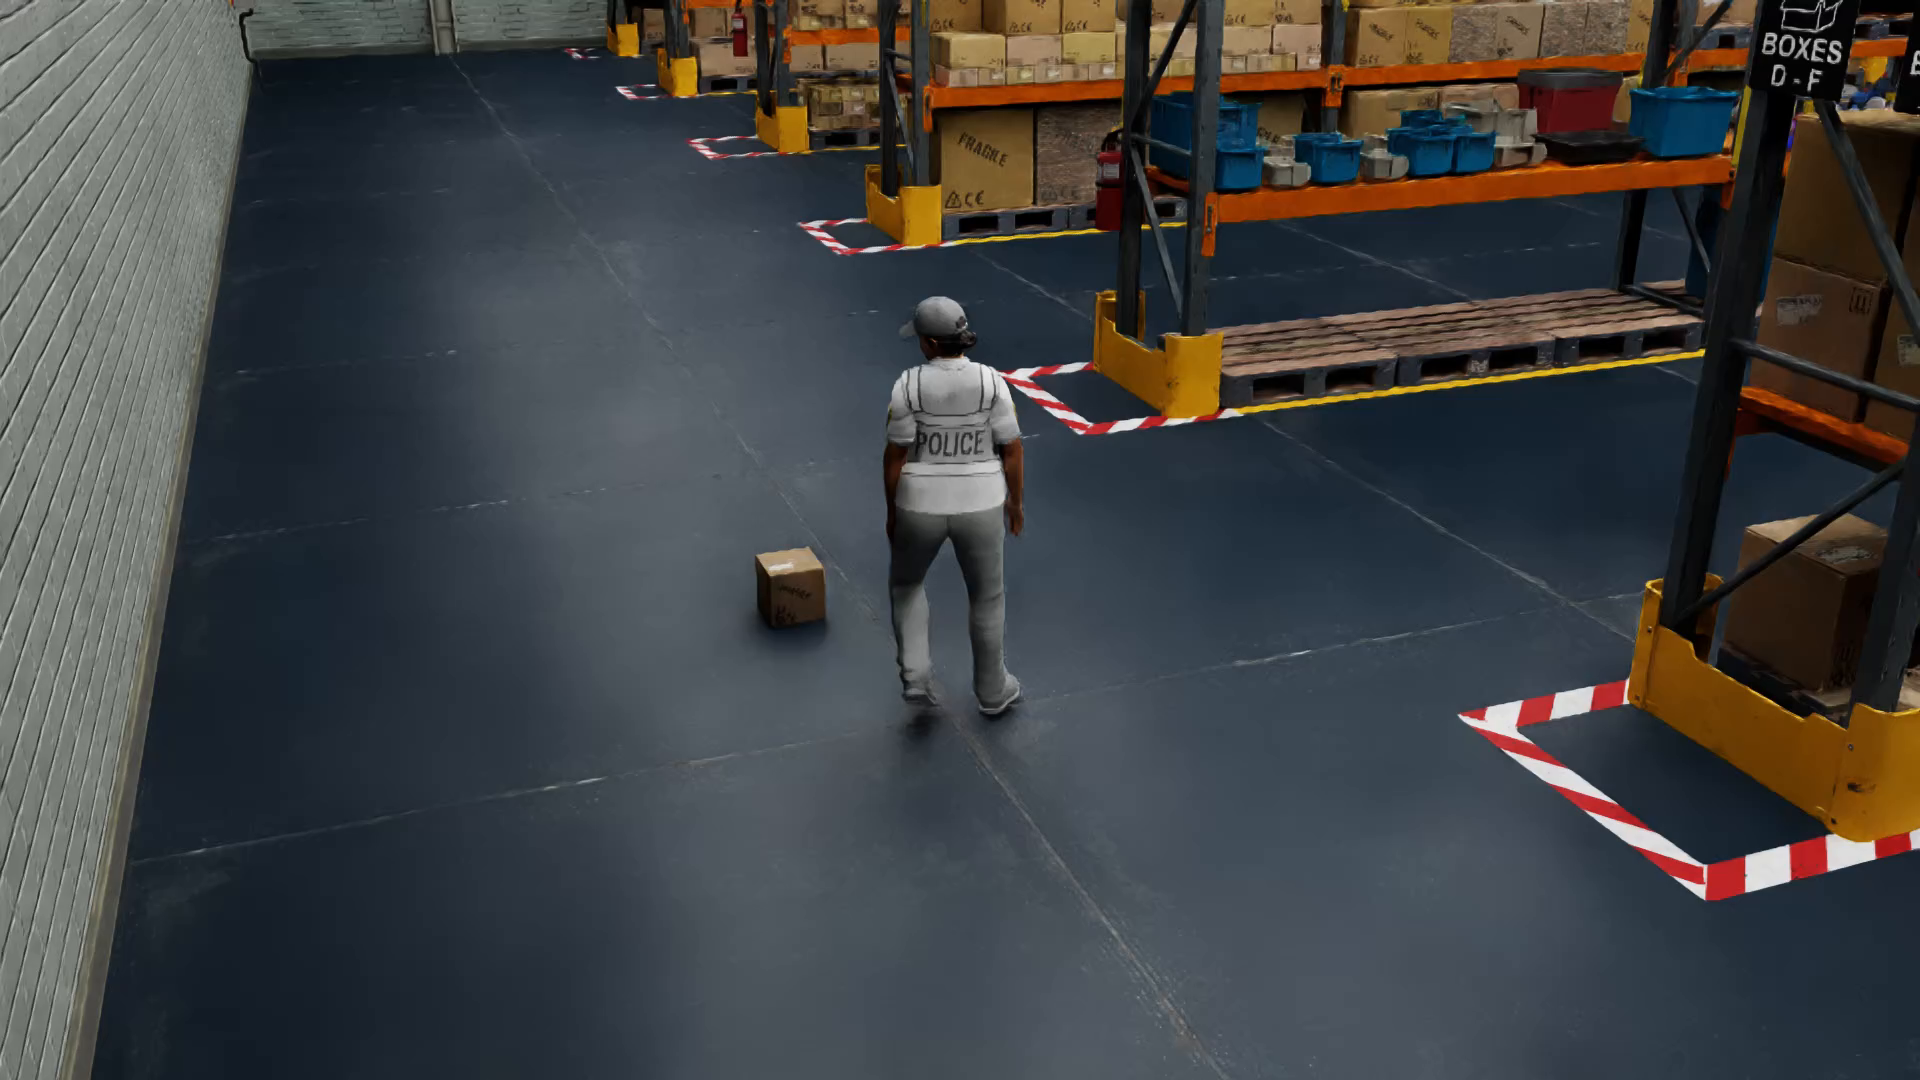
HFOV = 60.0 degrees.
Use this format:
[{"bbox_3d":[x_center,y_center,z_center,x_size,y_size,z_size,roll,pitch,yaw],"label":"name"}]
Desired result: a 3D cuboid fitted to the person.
[{"bbox_3d":[-0.022,-0.102,6.298,0.531,1.658,0.416,0,23,0],"label":"person"}]
